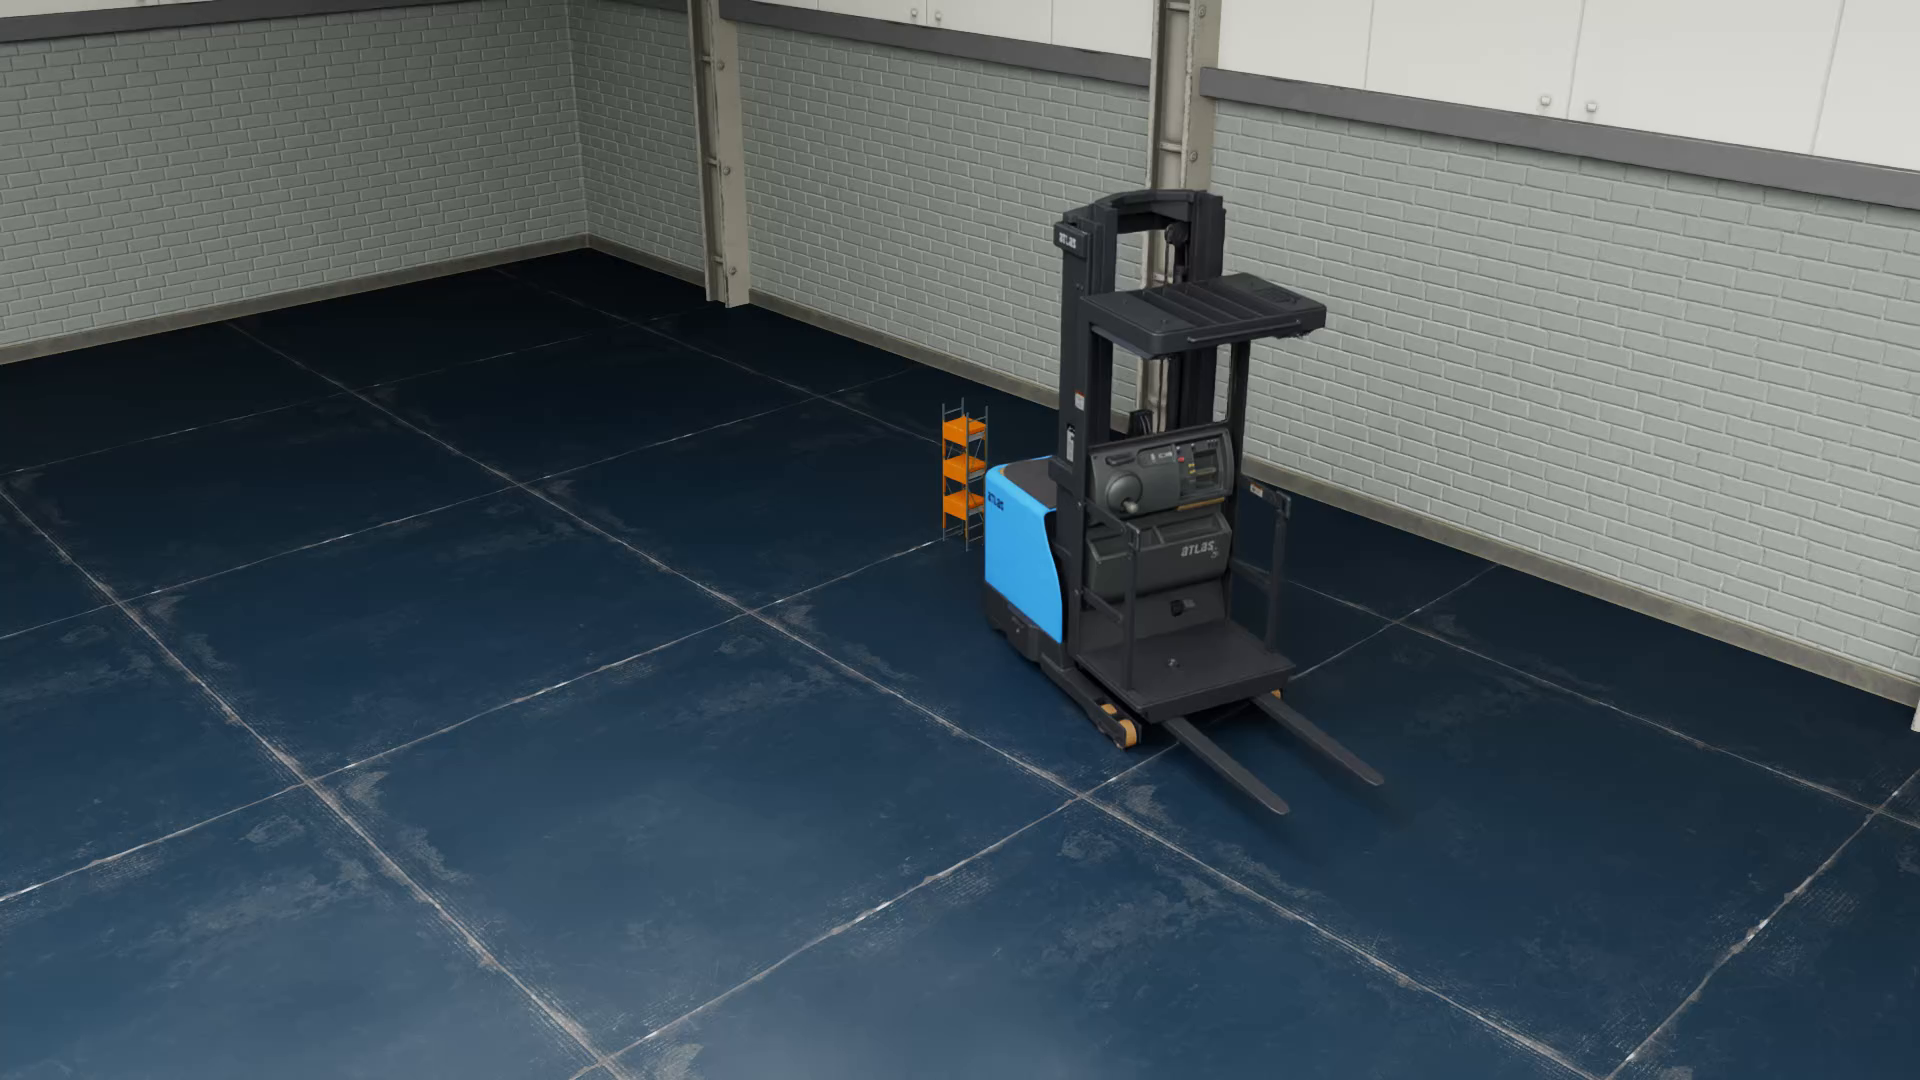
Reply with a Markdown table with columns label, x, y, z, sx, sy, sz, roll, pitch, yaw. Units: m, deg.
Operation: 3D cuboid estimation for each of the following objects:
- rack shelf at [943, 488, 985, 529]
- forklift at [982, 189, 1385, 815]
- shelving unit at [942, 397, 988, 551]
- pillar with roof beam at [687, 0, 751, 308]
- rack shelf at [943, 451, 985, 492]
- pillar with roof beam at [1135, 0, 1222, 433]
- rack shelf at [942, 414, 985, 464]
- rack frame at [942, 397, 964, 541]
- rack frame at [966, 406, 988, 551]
| label | x | y | z | sx | sy | sz | roll | pitch | yaw |
| --- | --- | --- | --- | --- | --- | --- | --- | --- | --- |
| rack shelf | 0.037 | -0.199 | 11.913 | 0.215 | 0.259 | 0.240 | -21 | 32 | -38 |
| forklift | 1.255 | -0.358 | 9.301 | 1.130 | 2.935 | 3.031 | -12 | 27 | -24 |
| shelving unit | 0.037 | -0.461 | 11.793 | 0.215 | 1.050 | 0.252 | -21 | 32 | -38 |
| pillar with roof beam | -5.584 | -5.397 | 13.035 | 9.100 | 9.000 | 0.400 | -21 | 32 | -38 |
| rack shelf | 0.037 | -0.452 | 11.798 | 0.215 | 0.259 | 0.240 | -21 | 32 | -38 |
| pillar with roof beam | -1.483 | -3.579 | 9.050 | 9.100 | 9.000 | 0.400 | -21 | 32 | -38 |
| rack shelf | 0.037 | -0.710 | 11.680 | 0.215 | 0.259 | 0.240 | -21 | 32 | -38 |
| rack frame | -0.047 | -0.498 | 11.874 | 0.200 | 1.050 | 0.008 | -21 | 32 | -38 |
| rack frame | 0.120 | -0.424 | 11.712 | 0.200 | 1.050 | 0.008 | -21 | 32 | -38 |
